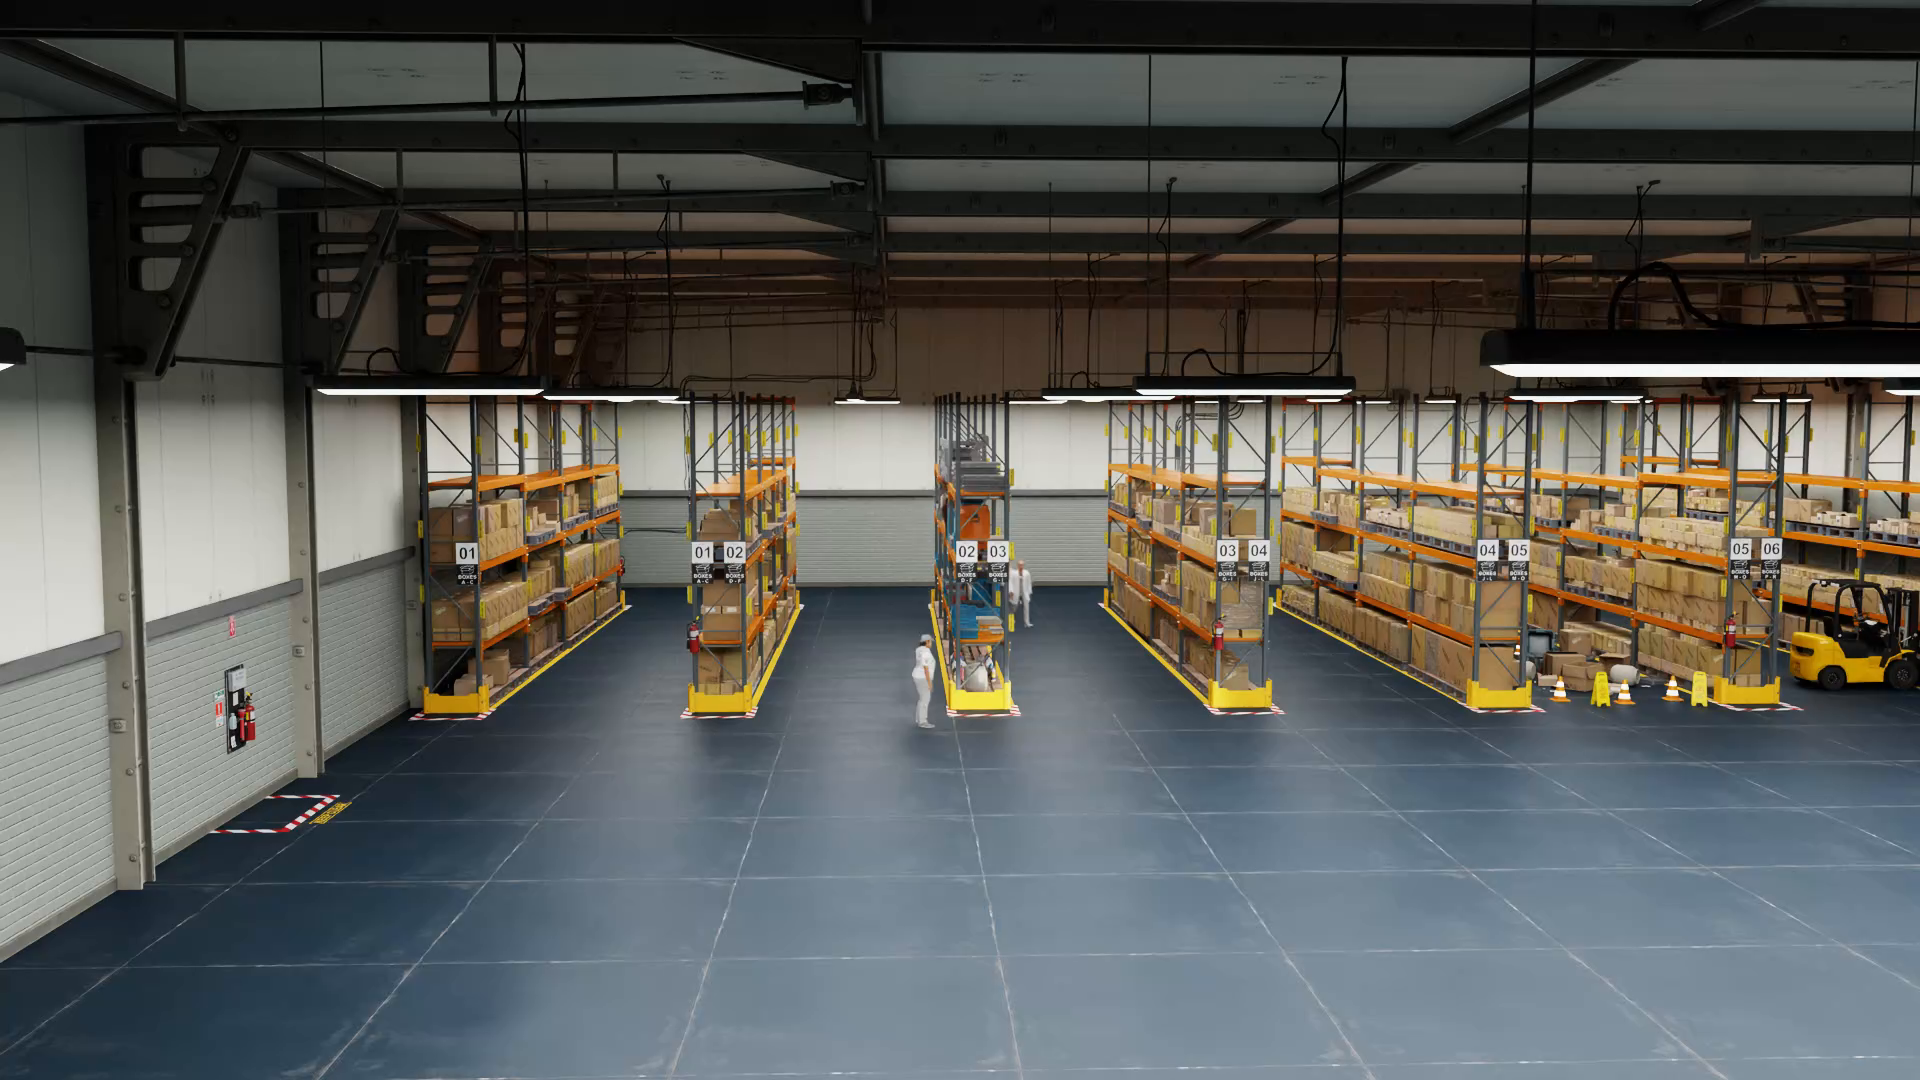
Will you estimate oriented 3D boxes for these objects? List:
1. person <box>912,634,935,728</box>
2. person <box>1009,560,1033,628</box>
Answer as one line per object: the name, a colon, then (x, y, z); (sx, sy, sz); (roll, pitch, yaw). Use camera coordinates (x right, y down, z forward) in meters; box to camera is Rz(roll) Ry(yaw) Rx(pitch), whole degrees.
person: (-0.637, 2.553, 29.795); (0.417, 1.746, 0.565); (-1, 5, -14)
person: (1.578, 1.399, 43.301); (0.650, 1.737, 1.105); (-1, 5, -14)
